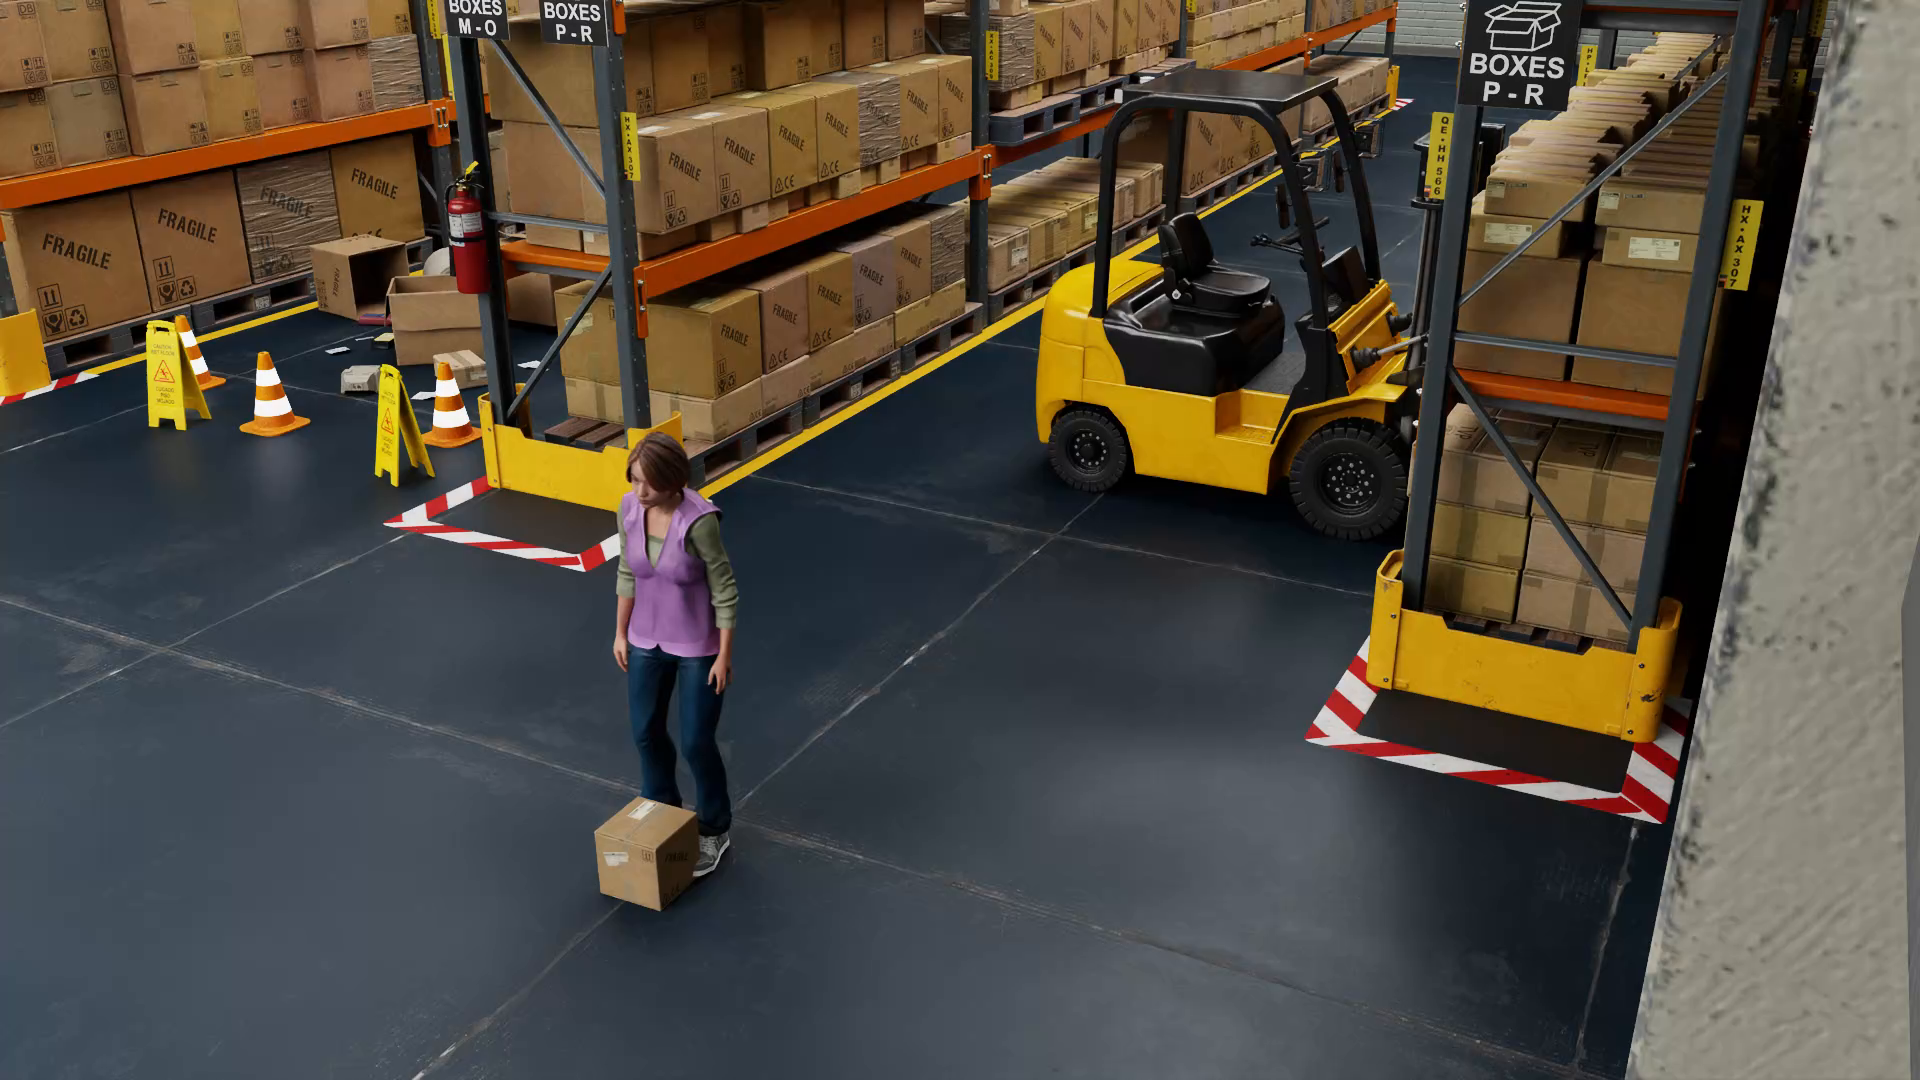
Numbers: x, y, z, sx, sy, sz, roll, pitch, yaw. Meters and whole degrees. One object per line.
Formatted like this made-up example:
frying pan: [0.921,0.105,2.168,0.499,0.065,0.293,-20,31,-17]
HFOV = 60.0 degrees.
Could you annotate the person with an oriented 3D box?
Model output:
person: [-0.972,0.371,5.637,0.467,1.591,0.350,10,25,22]
